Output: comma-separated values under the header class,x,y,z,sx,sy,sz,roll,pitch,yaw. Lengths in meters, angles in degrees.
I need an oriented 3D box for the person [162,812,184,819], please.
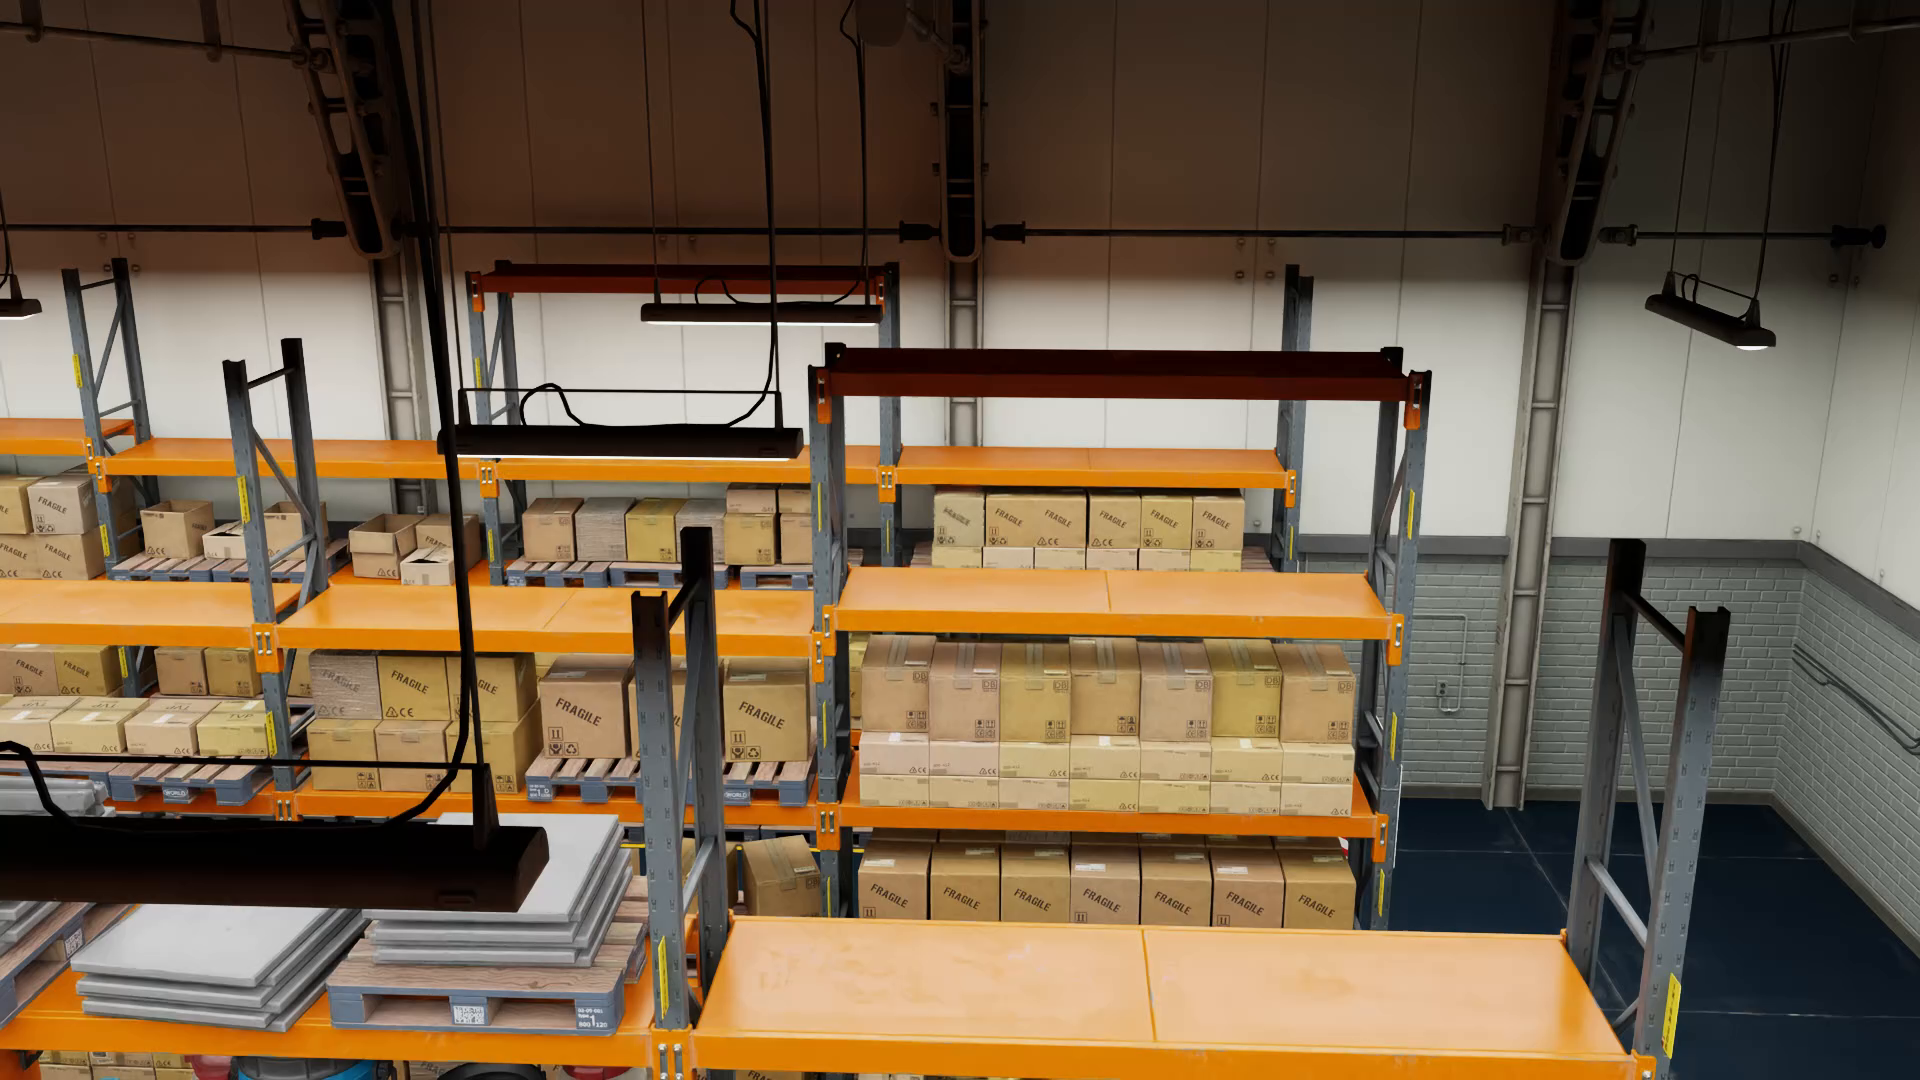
class,x,y,z,sx,sy,sz,roll,pitch,yaw
person,-6.974,3.192,14.786,0.606,1.695,0.499,0,16,0
